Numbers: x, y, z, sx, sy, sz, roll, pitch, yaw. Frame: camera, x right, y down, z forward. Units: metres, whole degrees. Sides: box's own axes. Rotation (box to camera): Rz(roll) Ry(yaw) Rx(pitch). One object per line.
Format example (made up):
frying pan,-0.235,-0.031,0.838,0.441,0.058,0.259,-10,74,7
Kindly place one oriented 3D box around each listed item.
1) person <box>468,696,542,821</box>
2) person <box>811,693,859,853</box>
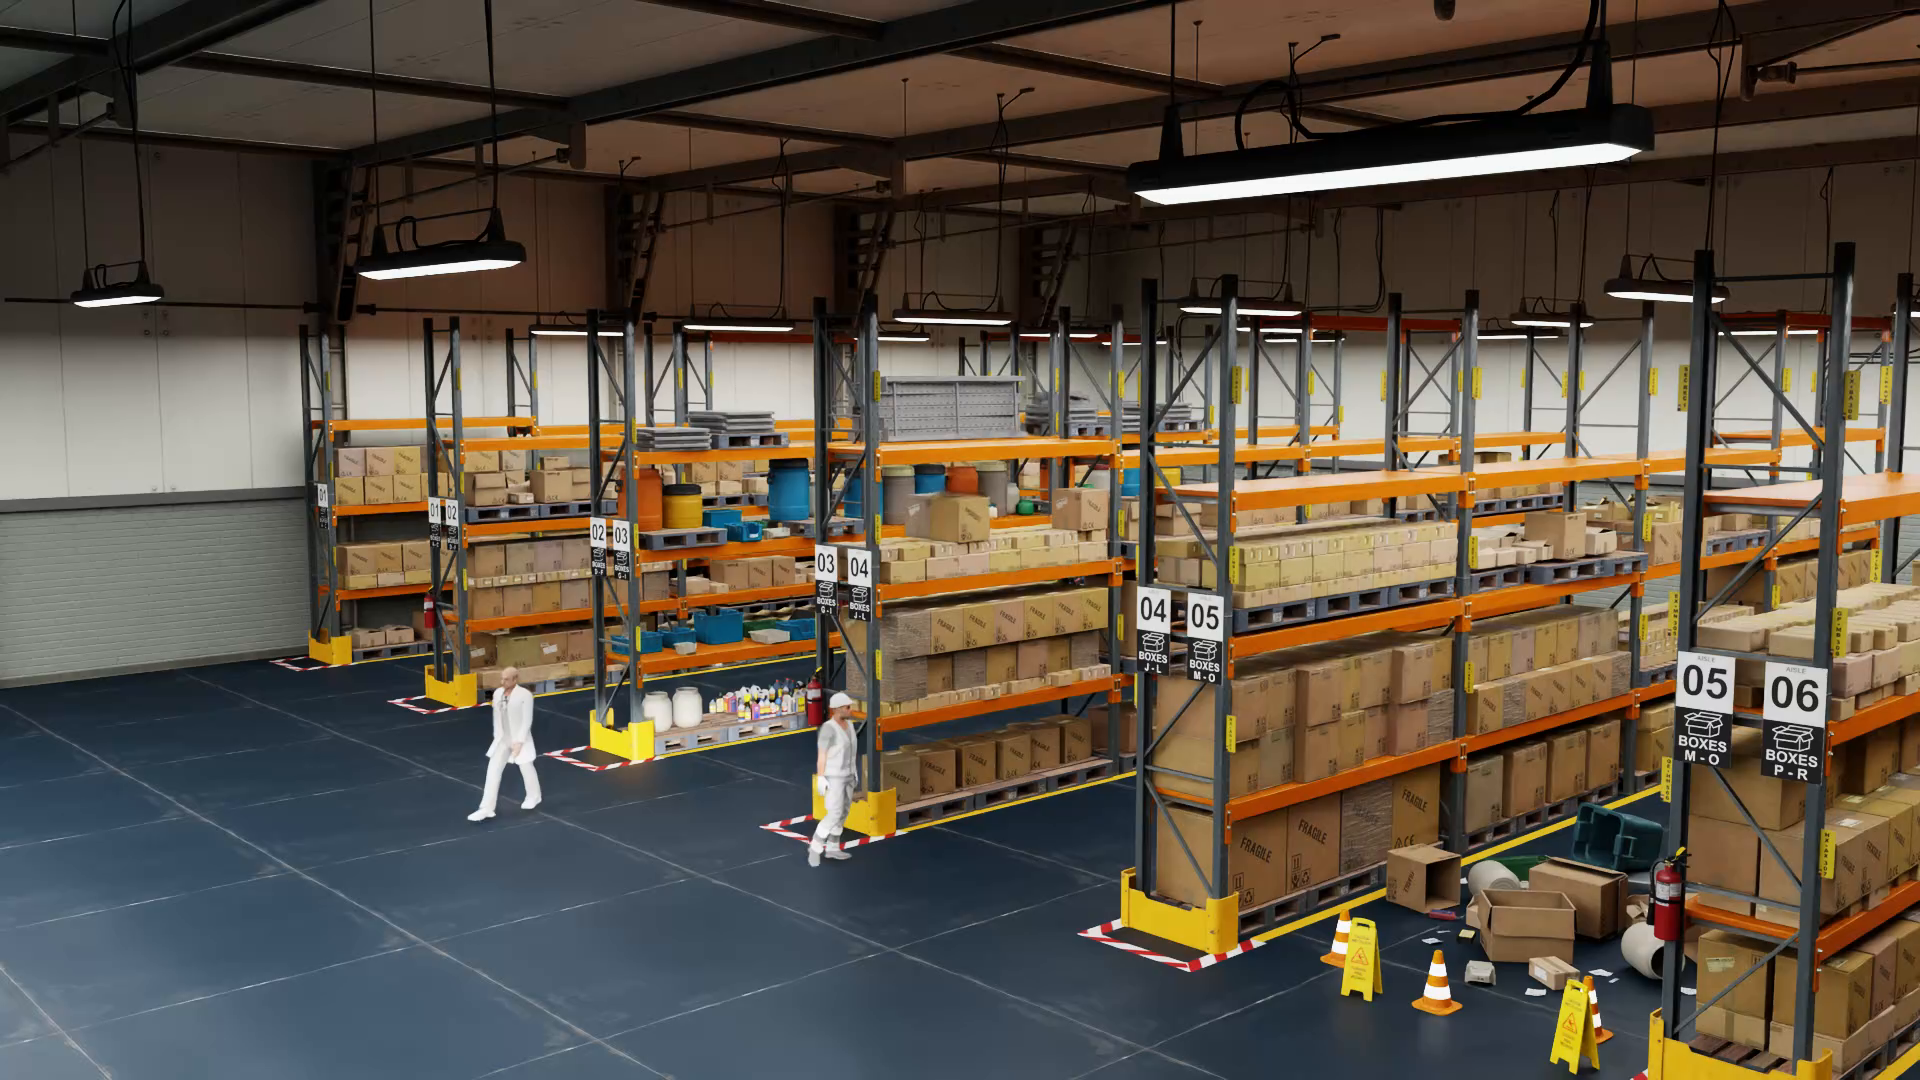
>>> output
person,-5.299,2.493,19.337,0.411,1.395,1.058,1,6,14
person,-1.320,2.468,17.576,0.408,1.725,0.578,3,7,29
